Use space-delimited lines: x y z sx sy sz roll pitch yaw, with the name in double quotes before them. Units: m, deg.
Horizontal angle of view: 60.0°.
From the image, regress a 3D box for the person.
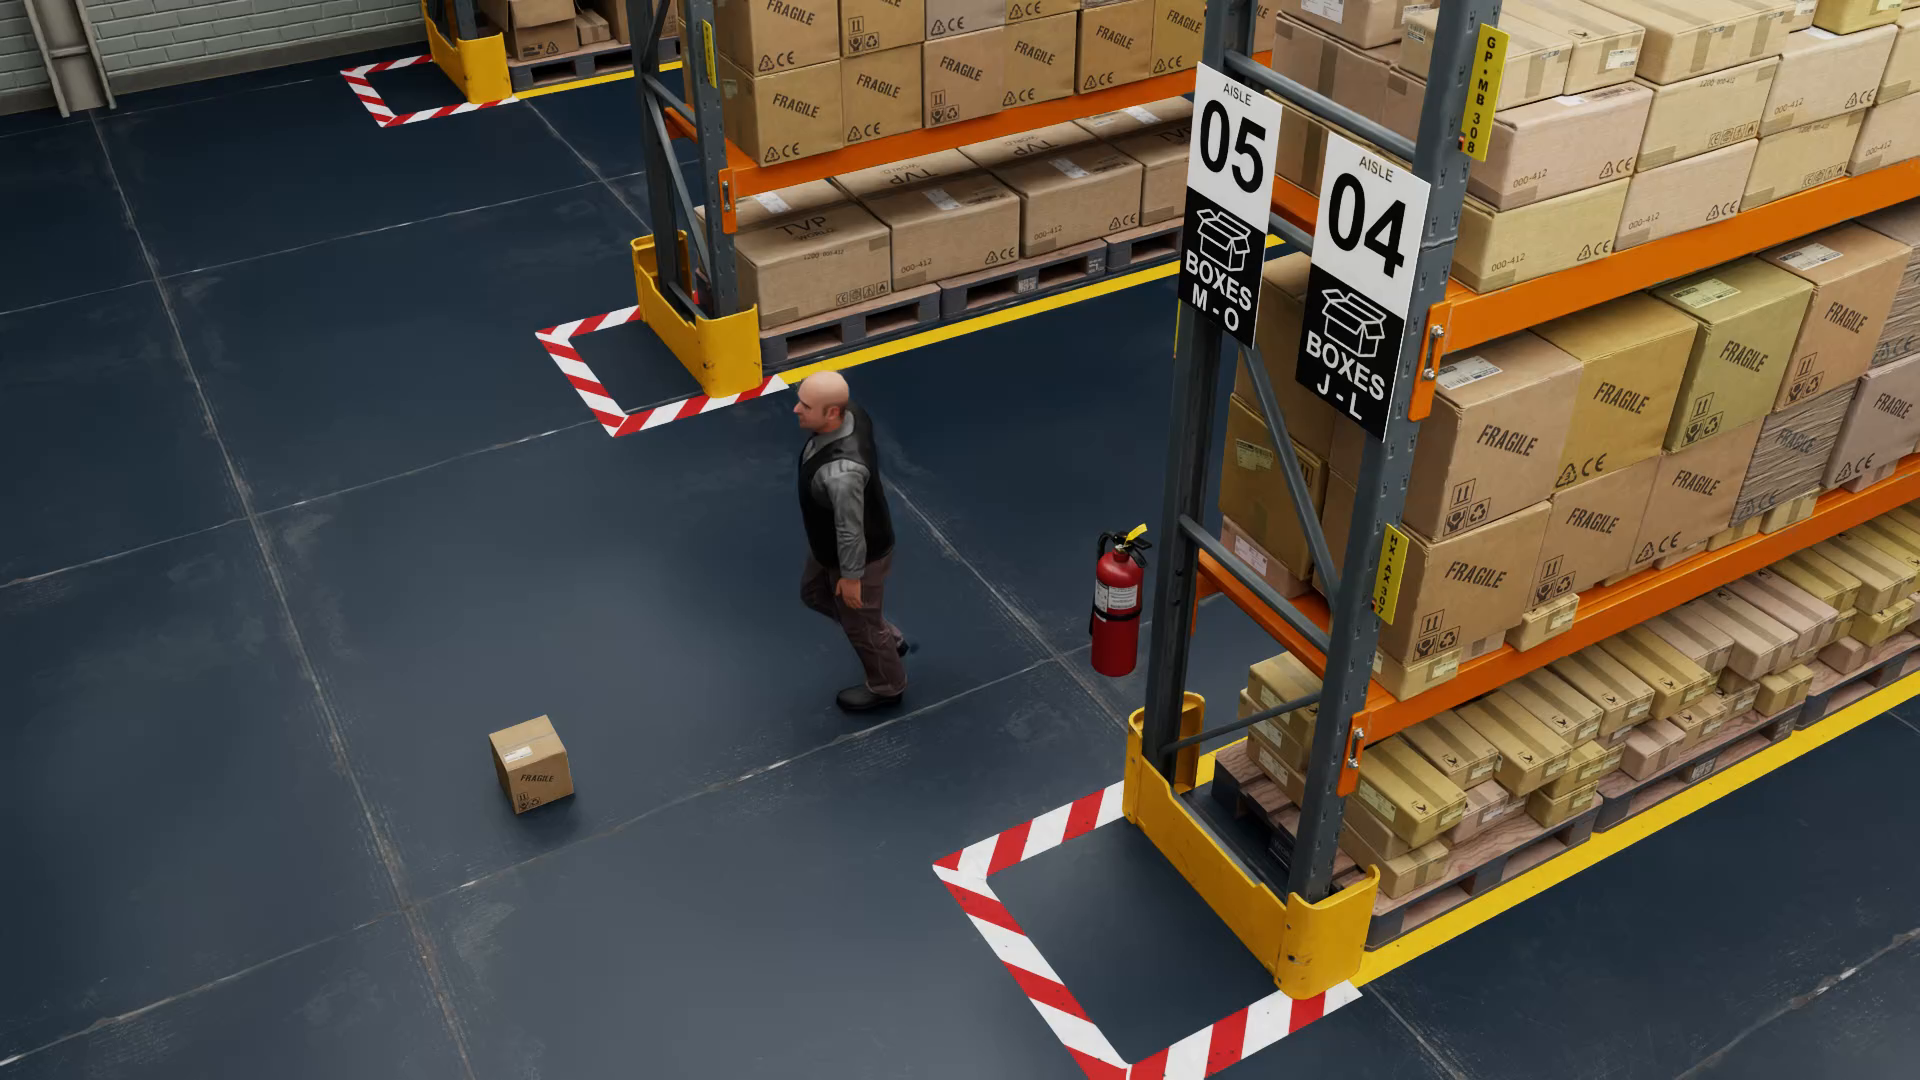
"person" -0.446 0.028 6.890 0.469 1.711 0.568 -4 37 -6
